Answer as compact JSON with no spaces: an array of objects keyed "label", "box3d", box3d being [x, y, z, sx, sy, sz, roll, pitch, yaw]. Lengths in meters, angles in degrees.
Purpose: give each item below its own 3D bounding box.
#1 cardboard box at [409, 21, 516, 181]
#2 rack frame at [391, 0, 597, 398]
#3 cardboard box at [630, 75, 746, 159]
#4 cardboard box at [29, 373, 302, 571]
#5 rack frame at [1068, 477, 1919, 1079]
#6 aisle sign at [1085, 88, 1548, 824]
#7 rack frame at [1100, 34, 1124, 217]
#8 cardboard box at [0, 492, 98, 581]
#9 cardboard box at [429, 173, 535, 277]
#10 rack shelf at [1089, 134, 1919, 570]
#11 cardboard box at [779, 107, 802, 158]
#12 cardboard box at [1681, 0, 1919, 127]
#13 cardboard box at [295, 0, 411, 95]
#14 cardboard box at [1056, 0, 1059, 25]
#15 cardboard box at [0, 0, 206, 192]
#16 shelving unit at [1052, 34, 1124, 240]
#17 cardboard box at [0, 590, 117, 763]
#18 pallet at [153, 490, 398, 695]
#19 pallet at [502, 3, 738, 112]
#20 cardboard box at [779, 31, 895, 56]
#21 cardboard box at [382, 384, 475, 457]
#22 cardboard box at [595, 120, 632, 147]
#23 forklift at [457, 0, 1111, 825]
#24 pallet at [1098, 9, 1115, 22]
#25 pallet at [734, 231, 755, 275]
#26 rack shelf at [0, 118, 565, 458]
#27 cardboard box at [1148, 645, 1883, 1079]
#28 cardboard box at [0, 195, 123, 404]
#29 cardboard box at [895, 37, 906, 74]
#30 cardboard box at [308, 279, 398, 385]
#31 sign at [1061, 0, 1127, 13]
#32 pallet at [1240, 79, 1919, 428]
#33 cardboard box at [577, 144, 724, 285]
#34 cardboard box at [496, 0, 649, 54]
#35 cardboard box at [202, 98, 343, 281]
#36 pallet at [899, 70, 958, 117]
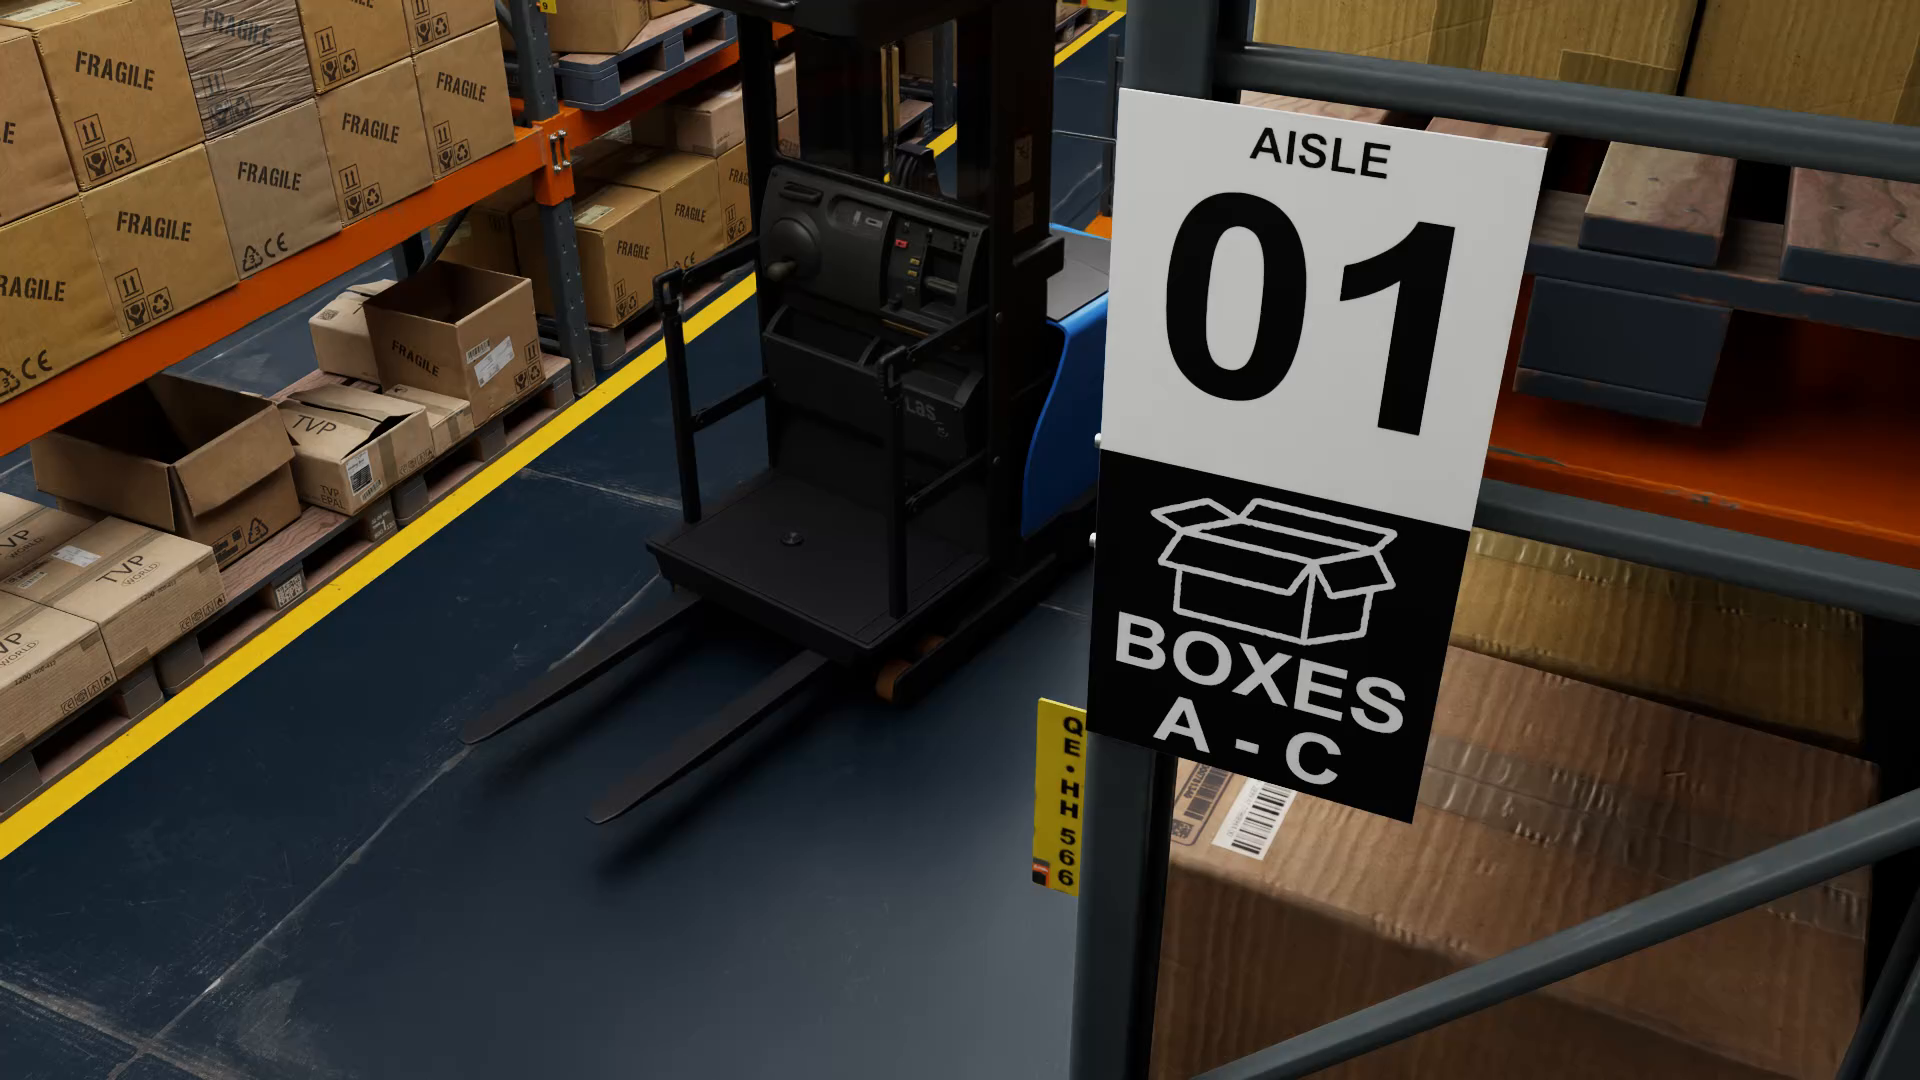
[{"label":"cardboard box","box3d":[-2.170,-1.796,6.662,0.500,0.500,0.500,15,36,21]},{"label":"rack frame","box3d":[-2.194,-2.062,7.158,1.000,3.000,0.127,14,36,20]},{"label":"cardboard box","box3d":[-1.352,-2.197,8.559,0.500,0.250,0.500,14,36,21]},{"label":"cardboard box","box3d":[-2.975,-0.265,6.294,0.797,0.503,0.637,14,36,20]},{"label":"rack frame","box3d":[0.634,1.065,2.390,1.000,3.000,0.127,14,36,20]},{"label":"aisle sign","box3d":[0.331,-0.055,1.727,0.394,0.787,0.004,14,36,20]},{"label":"rack frame","box3d":[0.900,-1.590,7.807,0.500,1.500,0.032,14,36,20]},{"label":"cardboard box","box3d":[-3.439,0.103,5.964,0.500,0.250,0.500,14,36,20]},{"label":"cardboard box","box3d":[-2.248,-1.512,8.198,0.500,0.500,0.500,14,36,20]},{"label":"rack shelf","box3d":[1.470,-0.884,3.284,1.077,0.370,4.000,14,36,20]},{"label":"cardboard box","box3d":[-1.129,-2.152,9.175,0.500,0.500,0.500,13,35,19]},{"label":"cardboard box","box3d":[1.162,-0.651,1.935,0.500,0.250,0.500,16,37,23]},{"label":"cardboard box","box3d":[-2.382,-1.954,5.992,0.500,0.500,0.500,13,36,20]},{"label":"cardboard box","box3d":[0.387,-3.784,11.910,0.500,0.250,0.500,13,36,19]},{"label":"cardboard box","box3d":[-2.805,-1.453,5.228,0.500,0.500,0.500,14,36,20]},{"label":"shelving unit","box3d":[0.686,-1.331,7.413,0.587,1.500,1.083,14,36,20]},{"label":"cardboard box","box3d":[-3.173,0.442,5.447,0.500,0.250,0.500,14,36,20]},{"label":"pallet","box3d":[-2.991,0.056,6.472,1.003,0.211,1.213,14,36,20]},{"label":"pallet","box3d":[-1.760,-2.354,7.780,1.003,0.211,1.213,14,36,20]},{"label":"cardboard box","box3d":[-0.718,-2.957,9.719,0.500,0.250,0.500,16,36,22]},{"label":"cardboard box","box3d":[-2.277,-0.504,6.982,0.380,0.149,0.250,14,36,20]},{"label":"cardboard box","box3d":[-1.823,-2.006,8.952,0.500,0.500,0.500,15,36,21]},{"label":"forklift","box3d":[-0.443,-0.949,5.524,1.130,2.935,3.031,23,40,31]},{"label":"pallet","box3d":[0.880,-4.504,13.426,1.003,0.211,1.213,14,36,20]},{"label":"pallet","box3d":[-1.379,-1.919,9.484,1.003,0.211,1.213,14,36,20]},{"label":"rack shelf","box3d":[-3.031,-0.765,5.837,1.077,0.370,4.000,14,36,20]},{"label":"cardboard box","box3d":[0.838,0.683,2.699,0.980,0.700,0.700,16,36,23]},{"label":"cardboard box","box3d":[-3.019,-0.779,5.112,0.500,0.500,0.500,14,36,20]},{"label":"cardboard box","box3d":[-0.522,-3.397,11.320,0.500,0.250,0.500,15,36,22]},{"label":"cardboard box","box3d":[-2.566,-0.962,7.532,0.500,0.311,0.500,14,36,20]},{"label":"sign","box3d":[0.147,-0.658,1.547,0.100,0.325,0.005,14,36,20]},{"label":"pallet","box3d":[0.934,-0.524,2.159,1.003,0.211,1.213,14,36,20]},{"label":"cardboard box","box3d":[-1.557,-1.653,8.414,0.500,0.500,0.500,15,36,21]},{"label":"cardboard box","box3d":[-1.792,-2.464,7.297,0.700,0.500,0.500,3,33,4]},{"label":"cardboard box","box3d":[-2.597,-1.282,5.879,0.500,0.500,0.500,15,36,22]},{"label":"pallet","box3d":[-0.140,-3.289,11.573,1.003,0.211,1.213,14,36,20]}]
